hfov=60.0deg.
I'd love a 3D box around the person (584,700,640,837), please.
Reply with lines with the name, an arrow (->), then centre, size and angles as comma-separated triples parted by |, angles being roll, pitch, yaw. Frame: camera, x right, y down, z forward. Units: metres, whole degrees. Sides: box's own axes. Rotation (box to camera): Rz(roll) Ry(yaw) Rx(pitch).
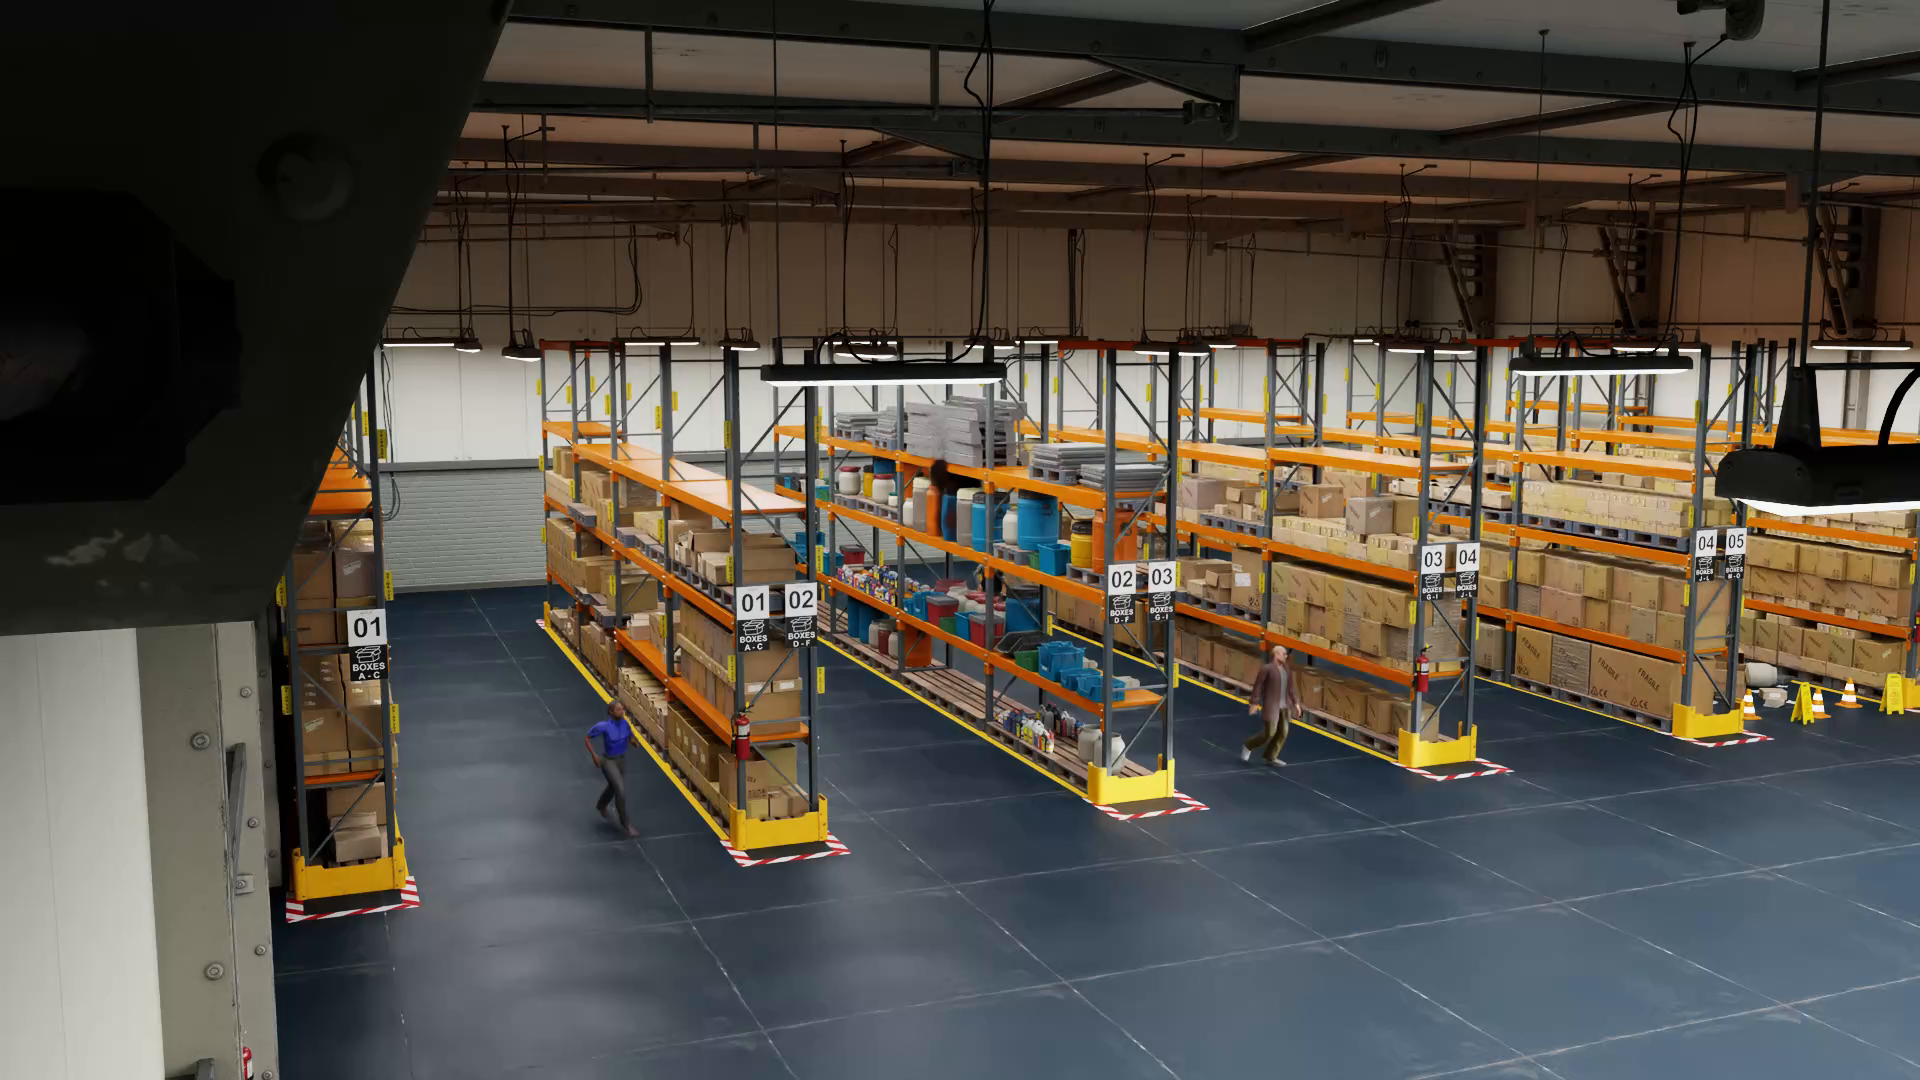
person -> -4.359, 2.821, 20.762 | 0.907, 1.690, 0.626 | 5, 9, 36

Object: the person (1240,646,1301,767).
person -> 4.419, 2.374, 23.812 | 0.802, 1.737, 0.627 | -5, 9, -35

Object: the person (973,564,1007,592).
person -> -3.356, 0.941, 26.592 | 14.467, 3.884, 10.340 | -4, 8, -26
